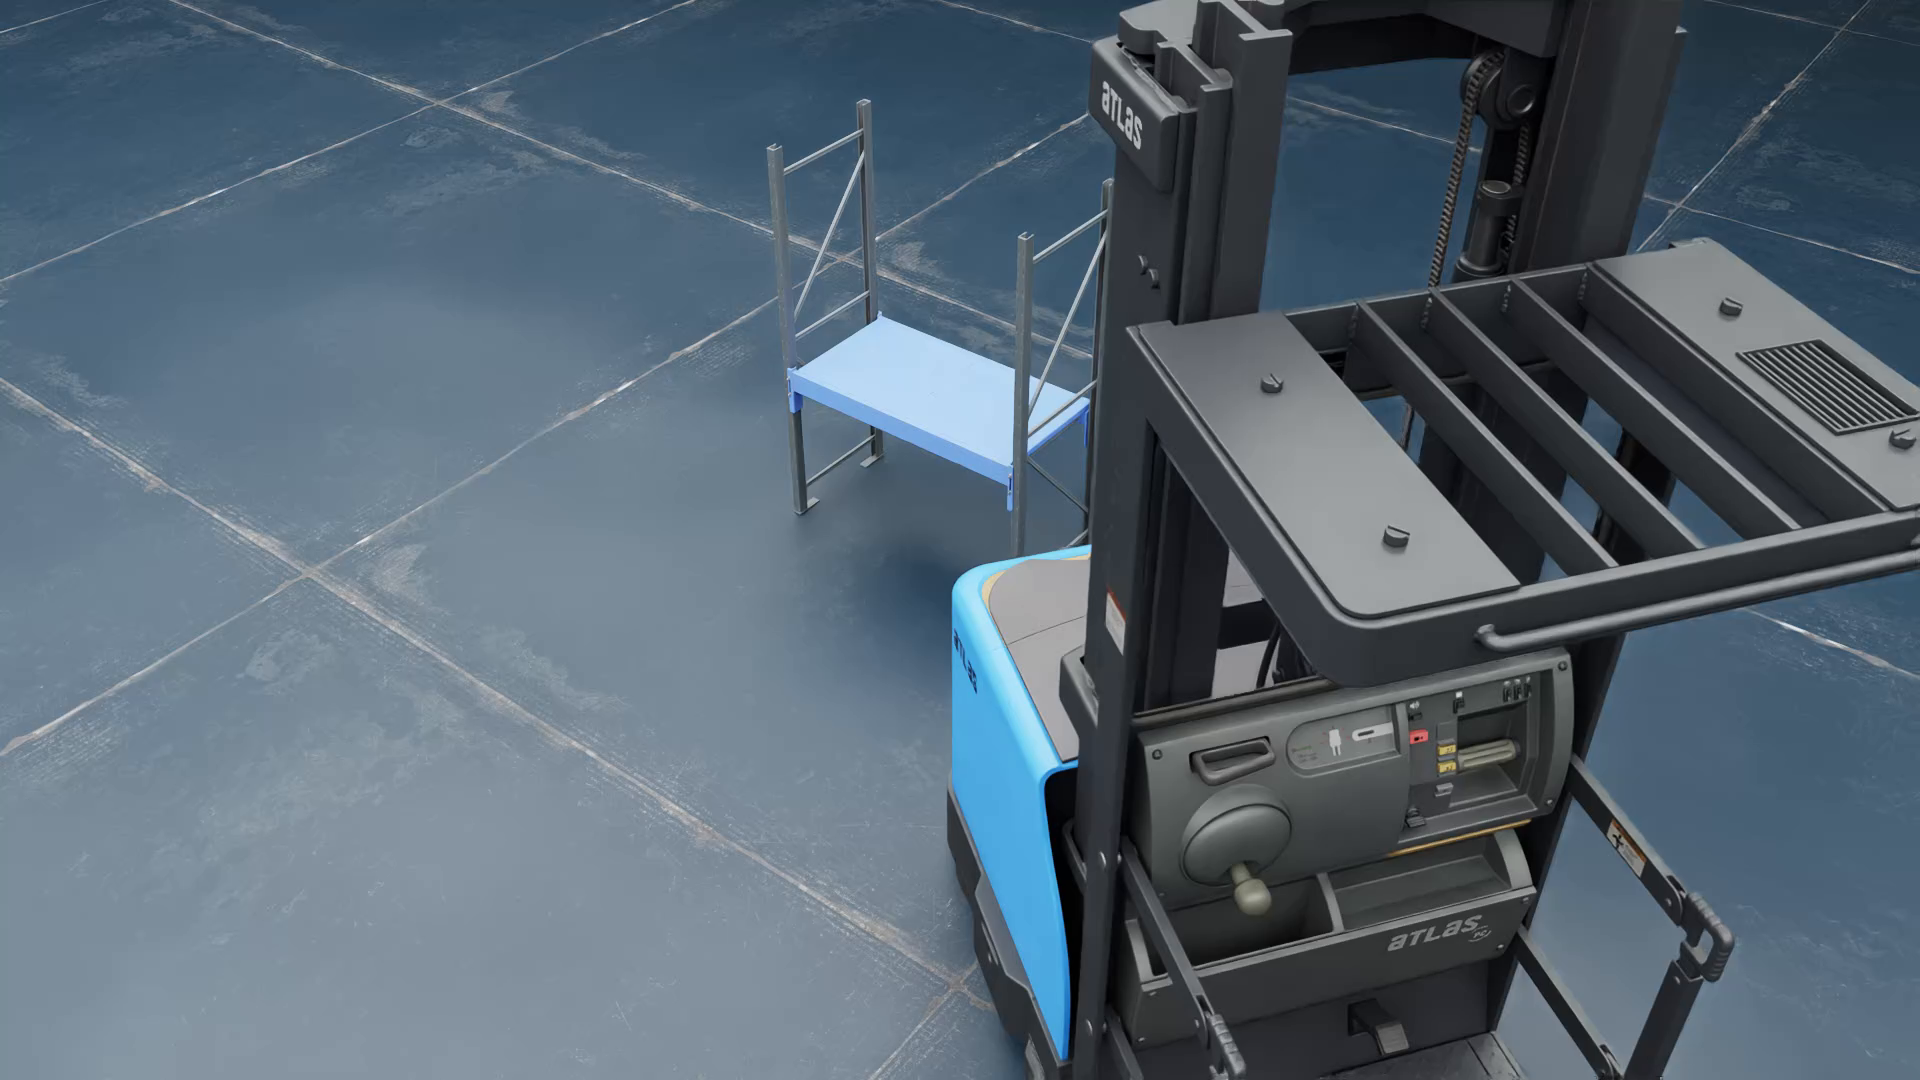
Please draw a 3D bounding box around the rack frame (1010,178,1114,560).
[{"bbox_3d":[0.336,-0.432,5.585,0.032,1.500,0.500,25,45,29],"label":"rack frame"}]

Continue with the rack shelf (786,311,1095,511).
[{"bbox_3d":[-0.068,-0.481,5.939,1.000,0.185,0.538,25,45,29],"label":"rack shelf"}]

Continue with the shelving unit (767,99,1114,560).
[{"bbox_3d":[-0.068,-0.622,5.828,1.048,1.500,0.538,25,45,29],"label":"shelving unit"}]

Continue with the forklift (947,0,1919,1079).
[{"bbox_3d":[0.869,0.555,3.163,1.130,2.935,3.031,-10,39,-13],"label":"forklift"}]

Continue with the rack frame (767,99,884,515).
[{"bbox_3d":[-0.472,-0.813,6.072,0.032,1.500,0.500,25,45,29],"label":"rack frame"}]
